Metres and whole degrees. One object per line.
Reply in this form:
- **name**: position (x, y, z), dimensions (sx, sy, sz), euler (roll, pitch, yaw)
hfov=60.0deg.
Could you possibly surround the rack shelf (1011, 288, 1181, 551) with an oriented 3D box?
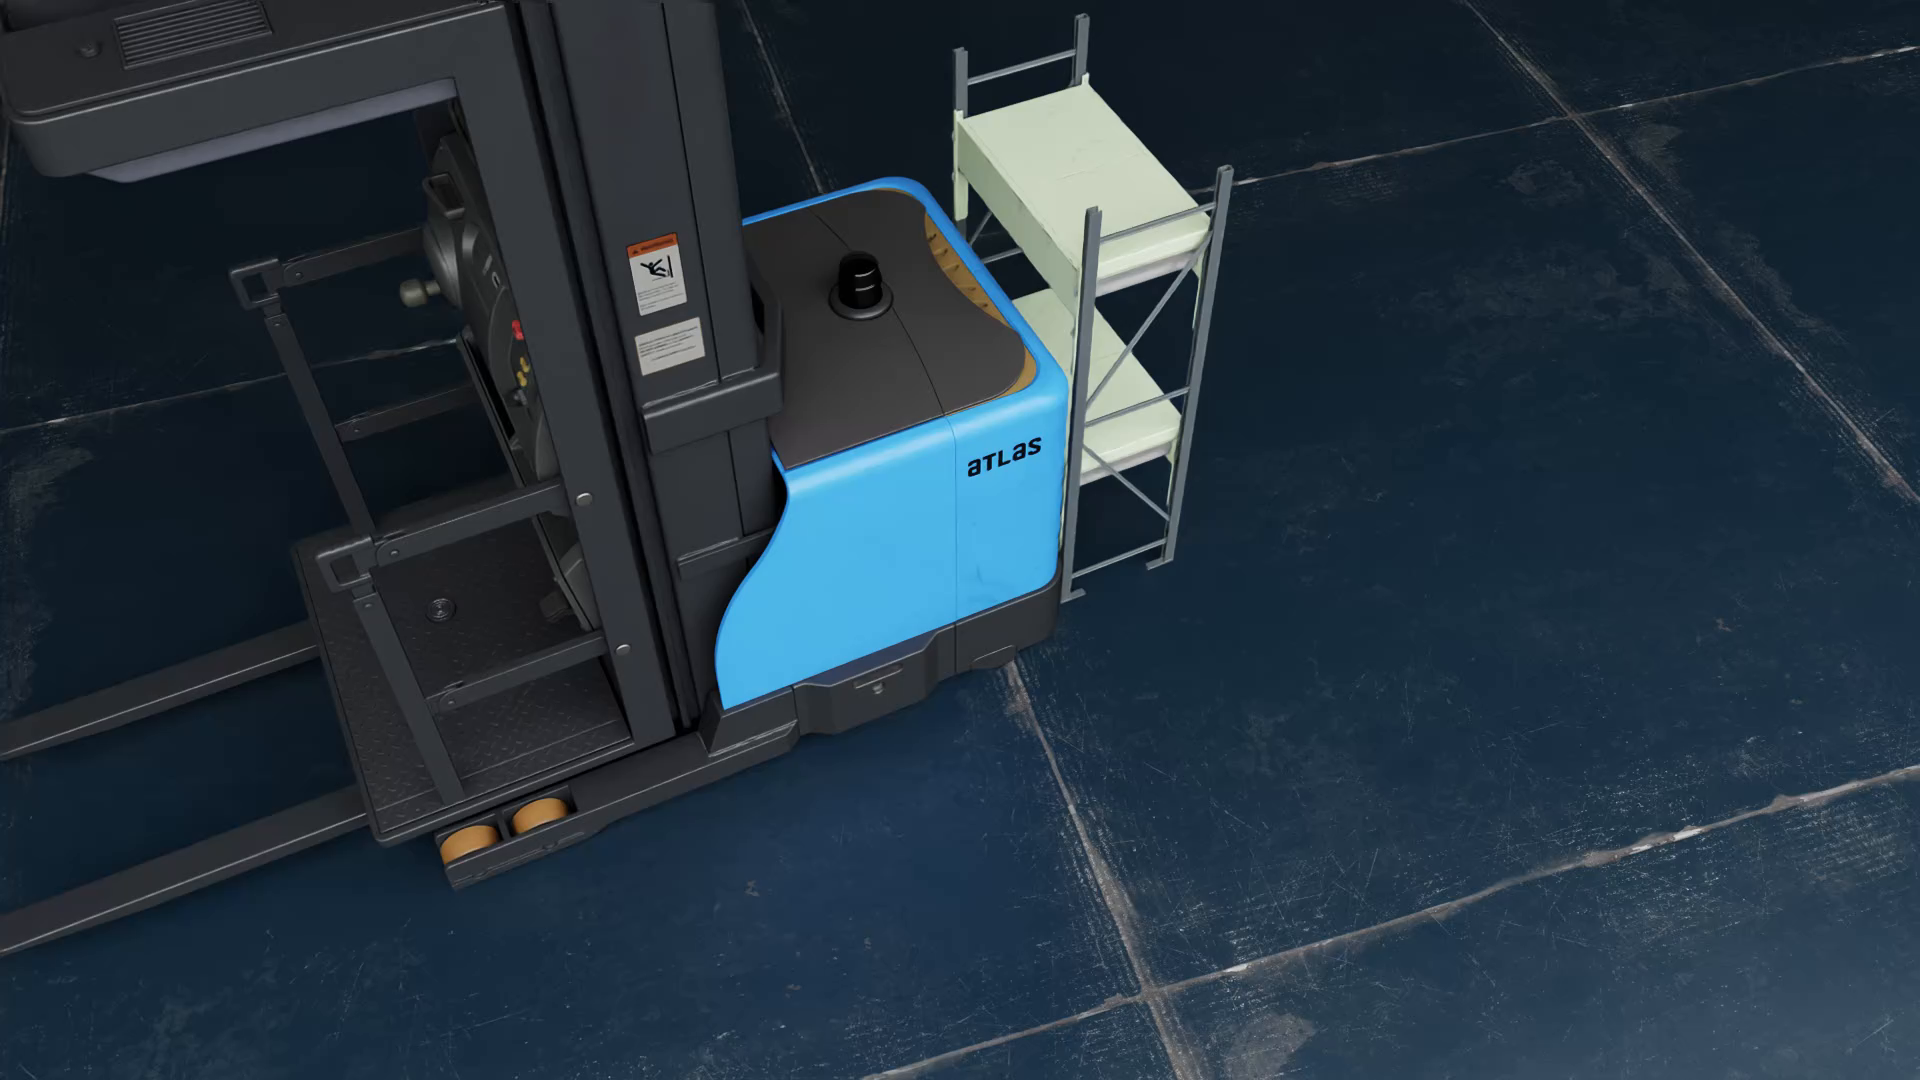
- **rack shelf**: position (0.323, -0.402, 5.034), dimensions (0.431, 0.370, 0.720), euler (-20, 53, -16)

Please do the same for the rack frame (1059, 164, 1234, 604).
- **rack frame**: position (0.482, -0.361, 4.573), dimensions (0.400, 1.500, 0.023), euler (-20, 53, -16)

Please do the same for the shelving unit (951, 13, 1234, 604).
- **shelving unit**: position (0.323, -0.613, 4.785), dimensions (0.431, 1.500, 0.755), euler (-20, 53, -16)

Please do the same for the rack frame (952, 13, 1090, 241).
- **rack frame**: position (0.164, -0.865, 4.998), dimensions (0.400, 1.500, 0.023), euler (-20, 53, -16)

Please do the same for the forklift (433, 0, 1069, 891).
- **forklift**: position (-1.264, -0.489, 3.745), dimensions (3.031, 2.935, 1.130), euler (-20, 53, -16)

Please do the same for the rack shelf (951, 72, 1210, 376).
- **rack shelf**: position (0.323, -0.864, 4.487), dimensions (0.431, 0.370, 0.720), euler (-20, 53, -16)
